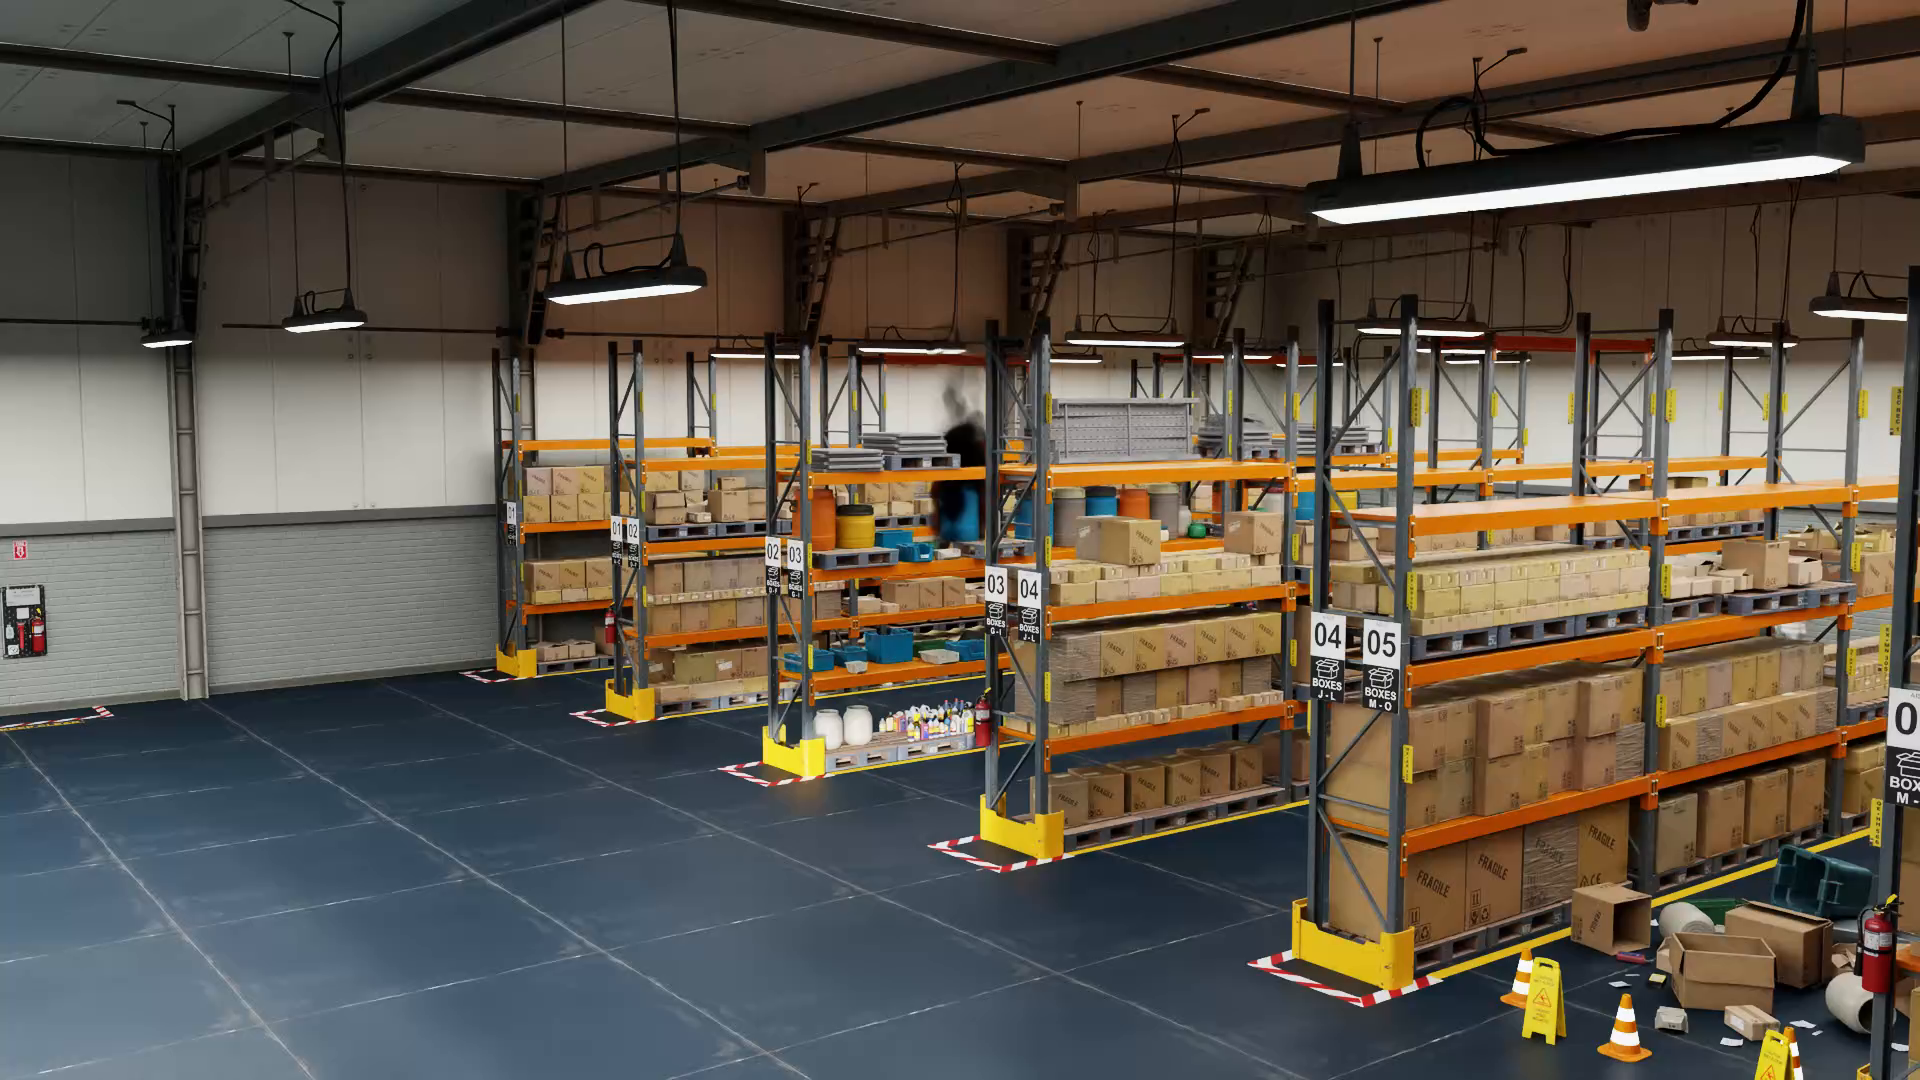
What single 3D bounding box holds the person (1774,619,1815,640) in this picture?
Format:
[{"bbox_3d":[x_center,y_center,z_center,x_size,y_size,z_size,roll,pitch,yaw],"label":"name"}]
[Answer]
[{"bbox_3d":[14.823,1.673,29.542,0.693,1.795,0.934,-1,5,-14],"label":"person"}]
